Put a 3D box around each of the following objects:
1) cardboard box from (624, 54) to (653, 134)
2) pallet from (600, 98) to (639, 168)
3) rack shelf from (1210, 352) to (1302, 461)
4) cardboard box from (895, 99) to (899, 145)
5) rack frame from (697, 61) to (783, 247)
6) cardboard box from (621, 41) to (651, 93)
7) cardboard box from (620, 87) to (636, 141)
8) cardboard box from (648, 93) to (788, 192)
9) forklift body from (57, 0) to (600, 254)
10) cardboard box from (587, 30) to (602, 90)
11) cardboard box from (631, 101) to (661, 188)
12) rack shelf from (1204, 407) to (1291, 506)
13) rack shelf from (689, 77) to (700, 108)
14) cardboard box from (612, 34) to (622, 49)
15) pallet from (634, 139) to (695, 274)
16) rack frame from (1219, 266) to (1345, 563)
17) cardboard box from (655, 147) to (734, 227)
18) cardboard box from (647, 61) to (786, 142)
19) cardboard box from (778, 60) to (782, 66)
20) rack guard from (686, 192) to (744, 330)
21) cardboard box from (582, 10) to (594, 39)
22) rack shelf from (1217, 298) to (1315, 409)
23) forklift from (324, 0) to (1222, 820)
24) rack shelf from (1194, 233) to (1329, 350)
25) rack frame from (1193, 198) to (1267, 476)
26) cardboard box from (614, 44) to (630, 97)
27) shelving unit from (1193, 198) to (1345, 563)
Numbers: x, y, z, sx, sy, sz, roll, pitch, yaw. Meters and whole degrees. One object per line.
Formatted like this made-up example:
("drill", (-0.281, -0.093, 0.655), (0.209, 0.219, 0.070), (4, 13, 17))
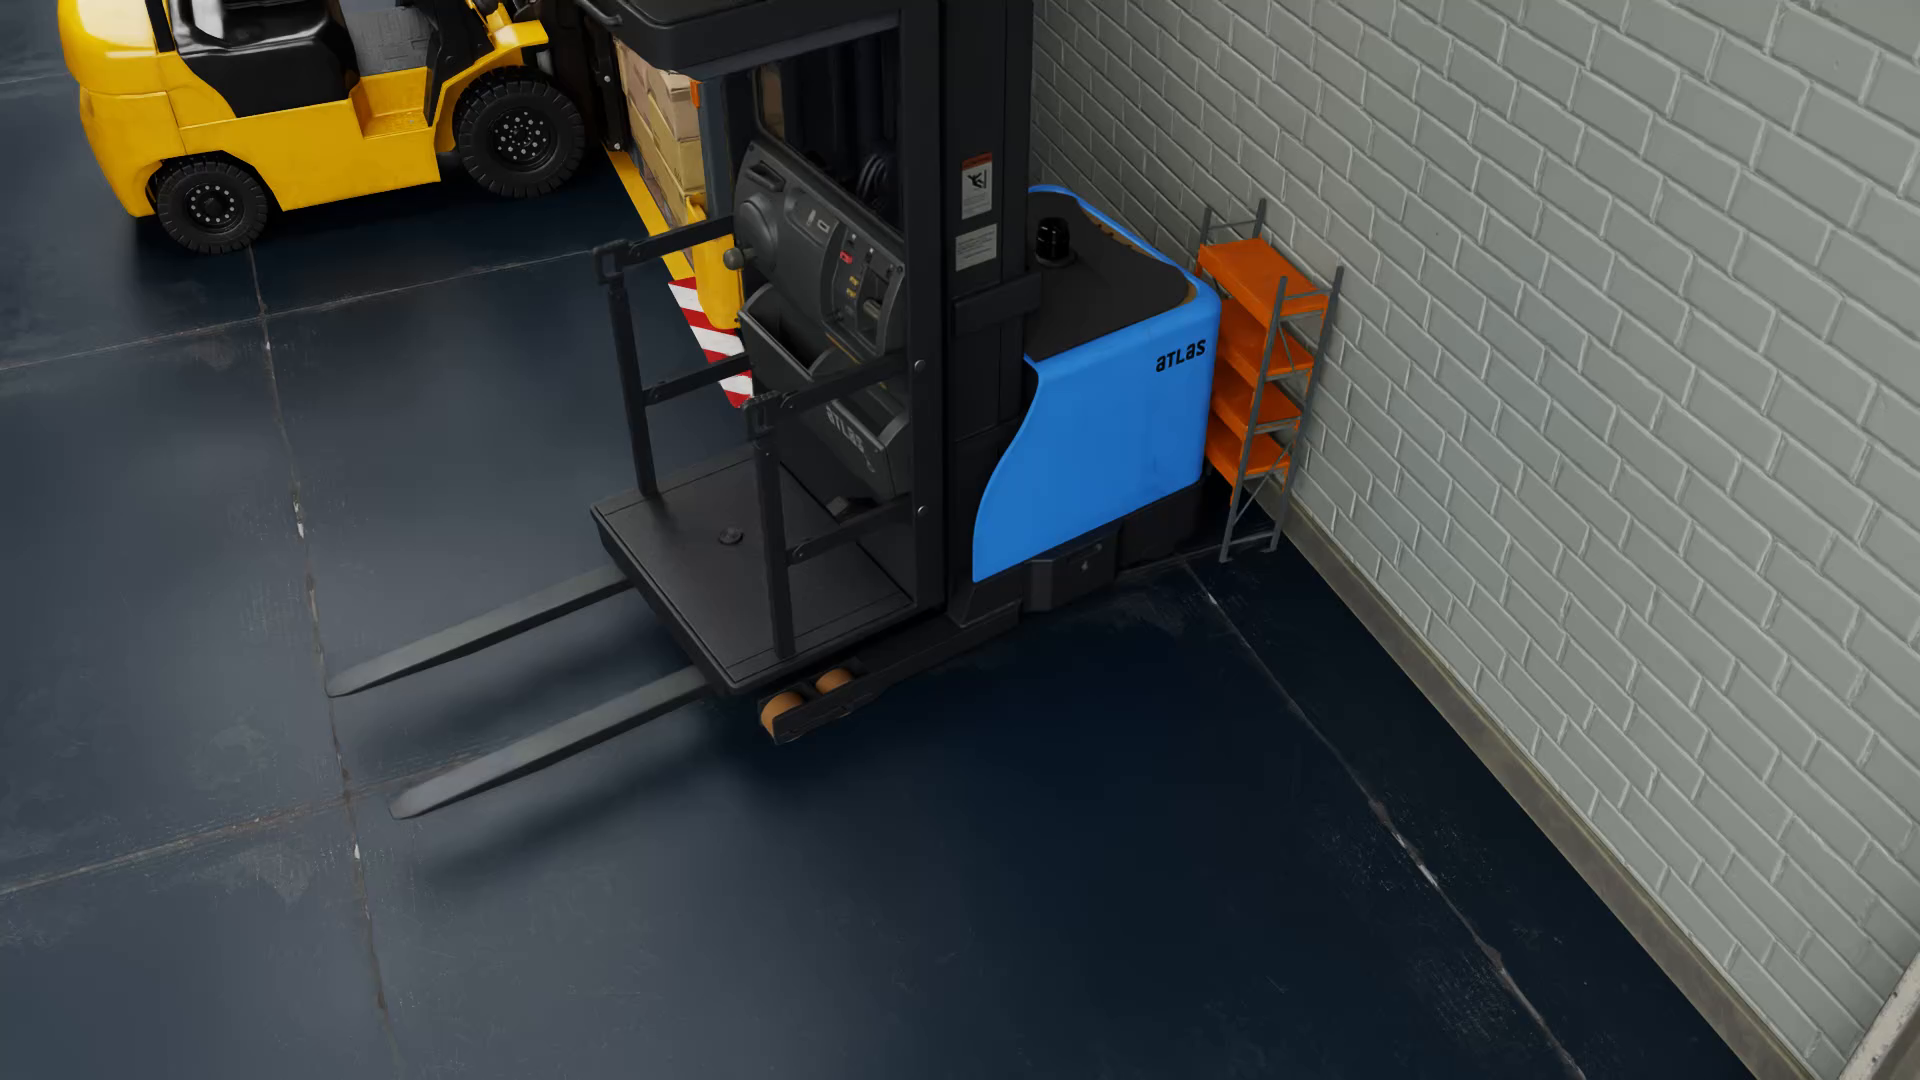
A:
("cardboard box", (-1.266, -2.142, 7.843), (0.500, 0.250, 0.500), (-16, 43, -17))
("pallet", (-1.403, -2.442, 8.928), (1.003, 0.211, 1.213), (-15, 43, -17))
("rack shelf", (1.007, -0.502, 6.002), (0.258, 0.148, 0.480), (-12, 42, -20))
("cardboard box", (-0.597, -1.957, 7.628), (0.500, 0.250, 0.500), (-14, 43, -16))
("rack frame", (-0.609, -2.315, 6.642), (1.000, 3.000, 0.127), (-15, 43, -17))
("cardboard box", (-1.274, -2.317, 7.664), (0.500, 0.250, 0.500), (-14, 43, -16))
("cardboard box", (-1.445, -2.242, 8.343), (0.500, 0.250, 0.500), (-15, 43, -16))
("cardboard box", (-1.084, -1.837, 7.489), (0.500, 0.250, 0.500), (-16, 43, -17))
("forklift body", (-3.020, -2.681, 7.718), (2.313, 2.155, 1.214), (-15, 43, -17))
("cardboard box", (-1.665, -2.549, 8.701), (0.500, 0.250, 0.500), (-14, 43, -16))
("cardboard box", (-1.262, -1.938, 7.990), (0.500, 0.250, 0.500), (-15, 43, -17))
("rack shelf", (0.993, -0.348, 6.127), (0.258, 0.148, 0.480), (-12, 42, -20))
("rack shelf", (-1.374, -3.247, 8.277), (1.077, 0.370, 4.000), (-15, 43, -17))
("cardboard box", (-1.476, -2.618, 8.014), (0.500, 0.250, 0.500), (-15, 43, -16))
("pallet", (-0.940, -1.708, 8.075), (1.003, 0.211, 1.213), (-15, 43, -17))
("rack frame", (1.108, -0.408, 5.790), (0.240, 1.200, 0.015), (-12, 42, -20))
("cardboard box", (-1.081, -1.636, 7.639), (0.500, 0.250, 0.500), (-15, 43, -17))
("cardboard box", (-1.073, -2.011, 7.308), (0.500, 0.250, 0.500), (-14, 43, -15))
("cardboard box", (-0.618, -2.148, 7.467), (0.500, 0.250, 0.500), (-16, 43, -18))
("rack guard", (-0.600, -1.353, 7.440), (1.175, 0.500, 0.348), (-15, 43, -17))
("cardboard box", (-1.671, -2.750, 8.550), (0.500, 0.250, 0.500), (-15, 43, -17))
("rack shelf", (1.022, -0.675, 5.862), (0.258, 0.148, 0.480), (-12, 42, -20))
("forklift", (-0.611, -0.842, 4.981), (3.031, 2.935, 1.130), (-24, 46, -25))
("rack shelf", (1.039, -0.858, 5.713), (0.258, 0.148, 0.480), (-12, 42, -20))
("rack frame", (0.915, -0.700, 6.130), (0.240, 1.200, 0.015), (-12, 42, -20))
("cardboard box", (-1.483, -2.447, 8.199), (0.500, 0.250, 0.500), (-16, 43, -18))
("shelving unit", (1.011, -0.554, 5.960), (0.258, 1.200, 0.503), (-12, 42, -20))
